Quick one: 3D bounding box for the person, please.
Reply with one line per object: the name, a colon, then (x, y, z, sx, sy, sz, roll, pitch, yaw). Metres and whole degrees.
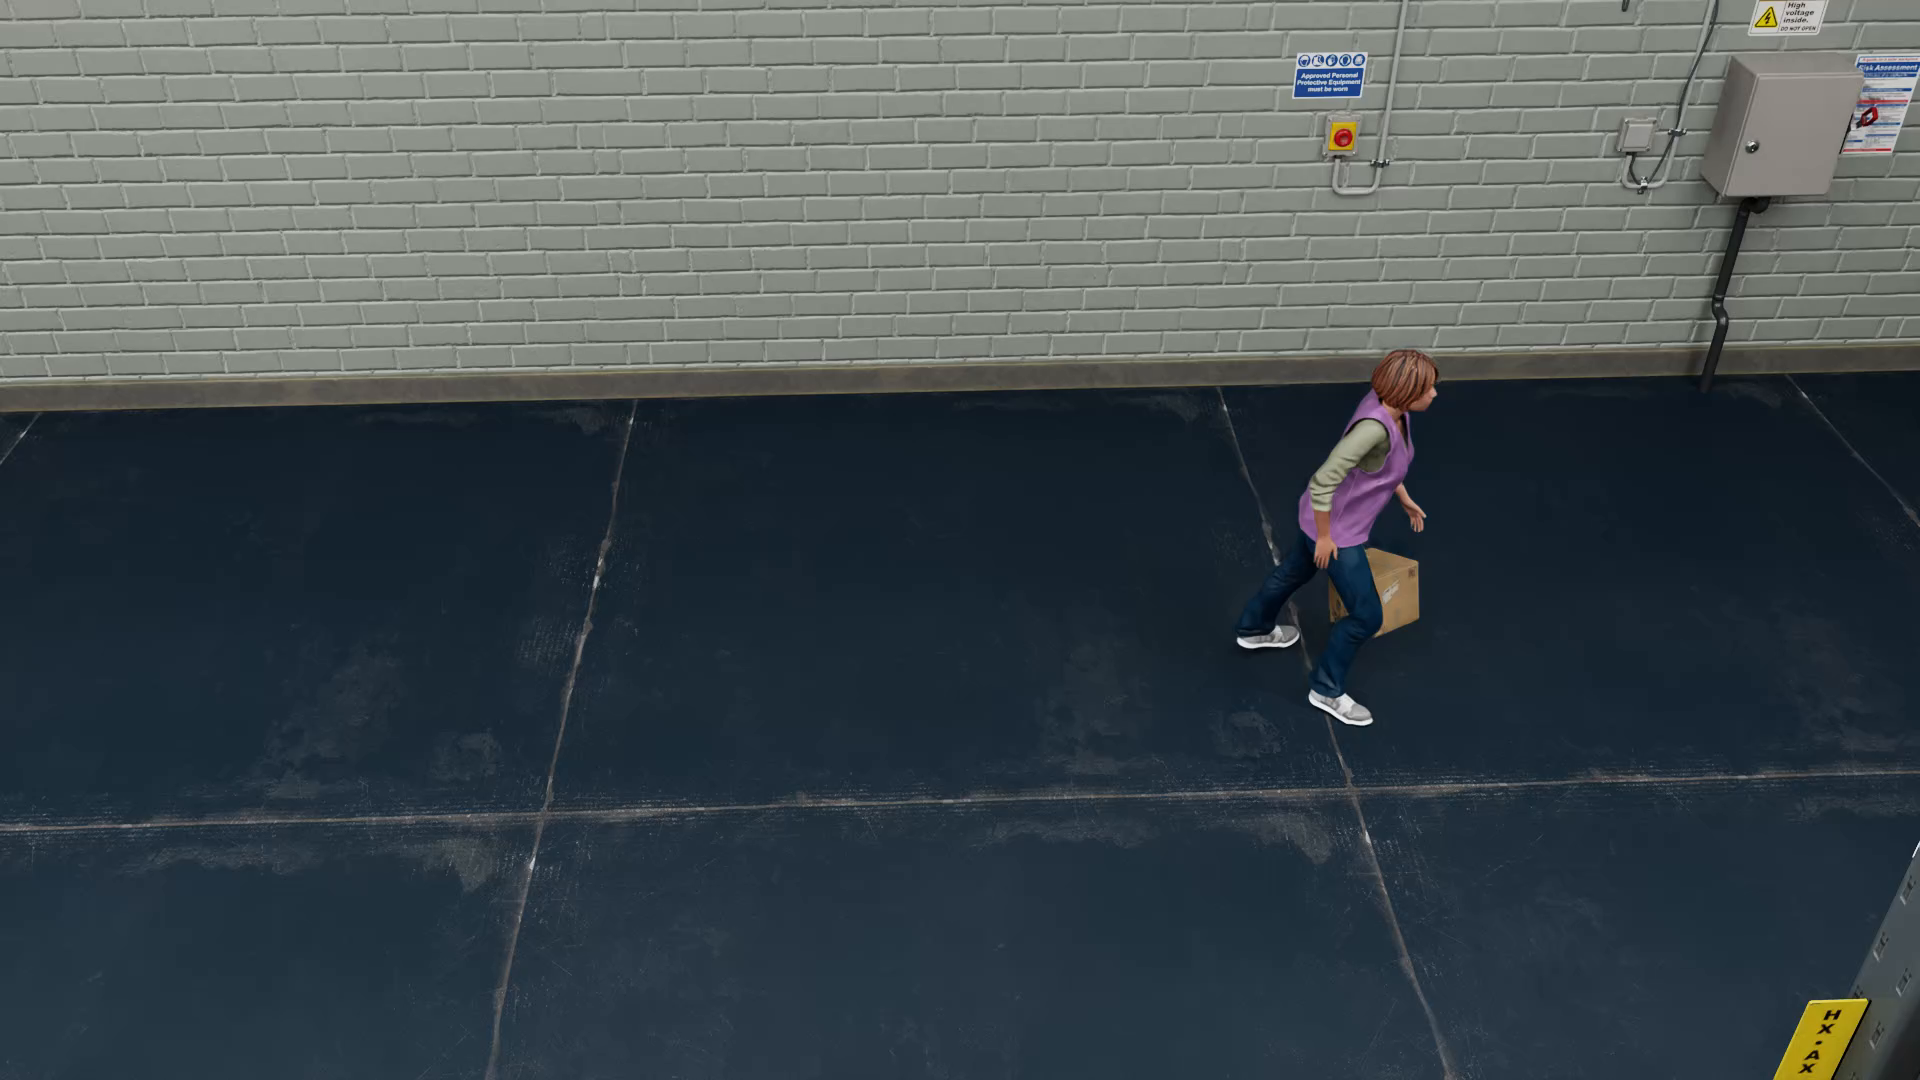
person: (1.407, -0.053, 6.258, 0.656, 1.551, 0.550, 10, 37, 13)
